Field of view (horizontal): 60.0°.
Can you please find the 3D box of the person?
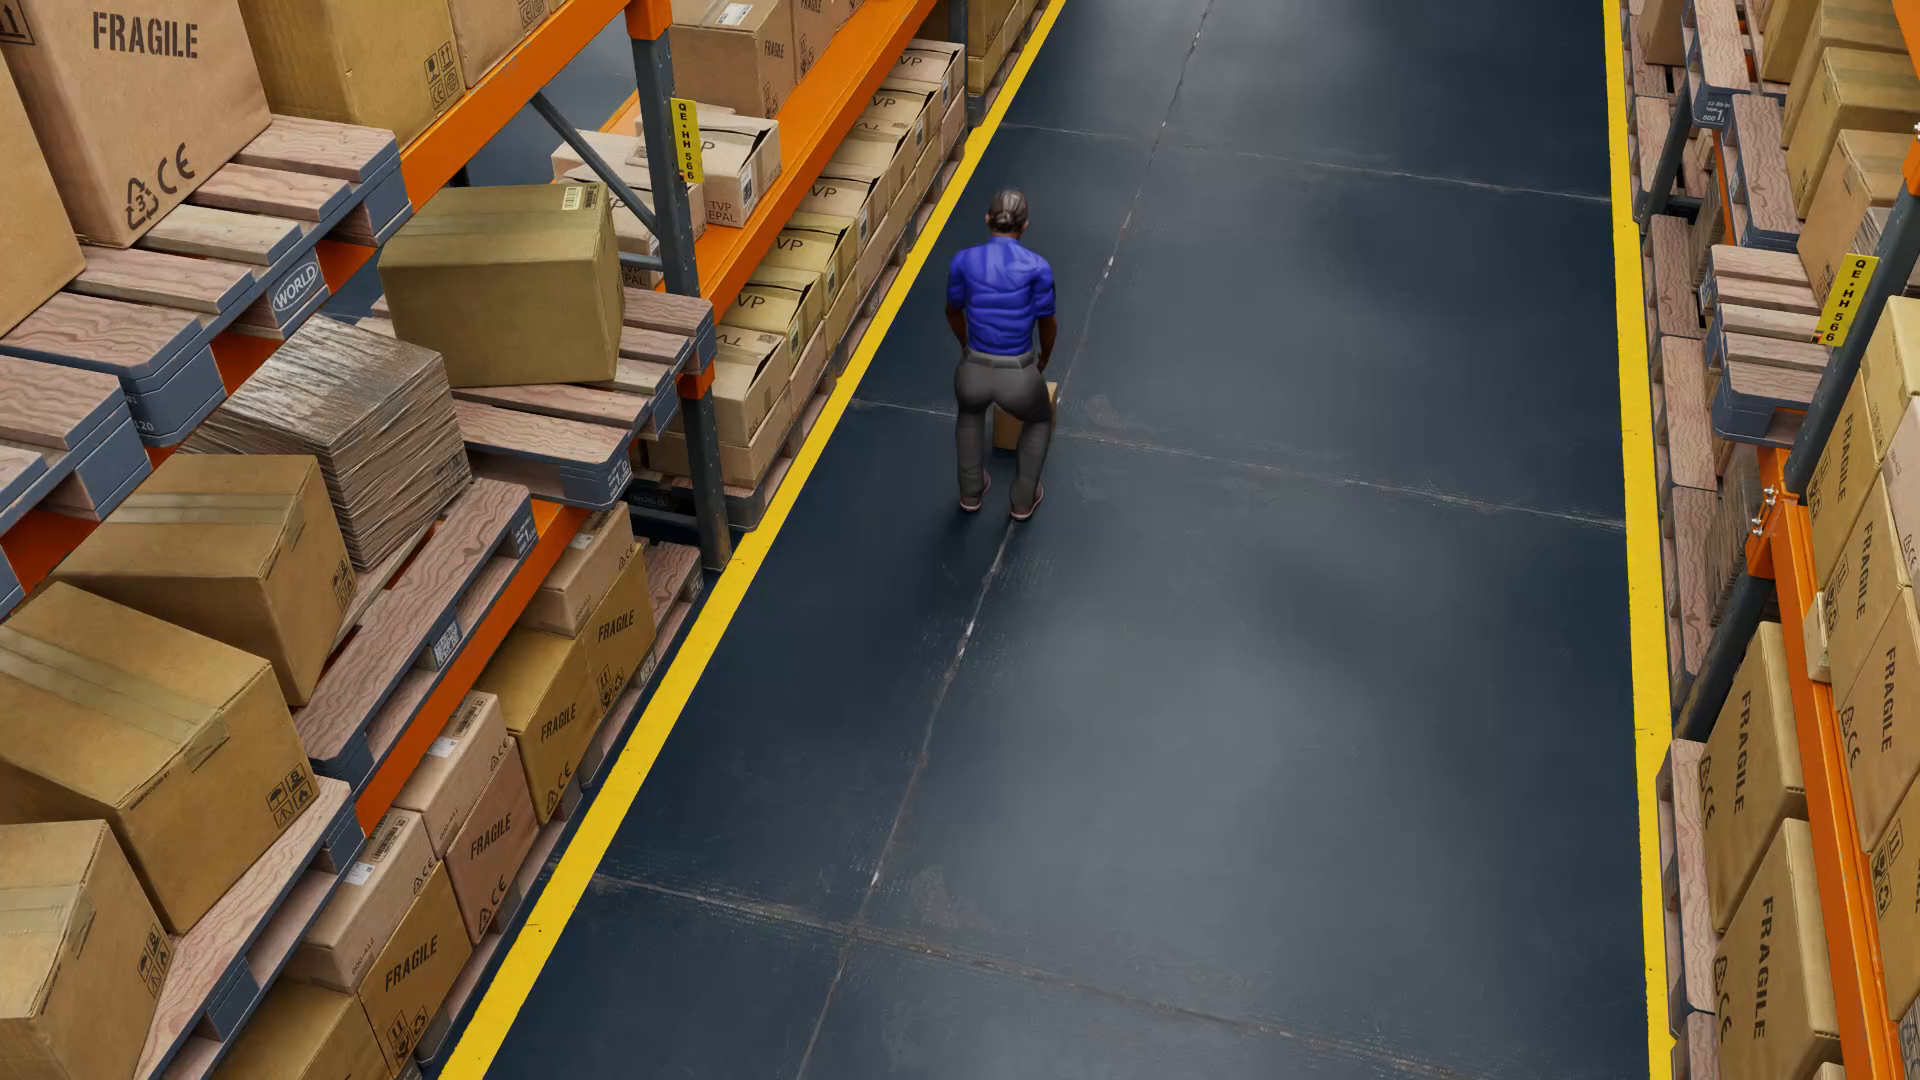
[{"bbox_3d":[0.159,-0.759,7.184,0.490,1.465,0.556,10,42,11],"label":"person"}]
